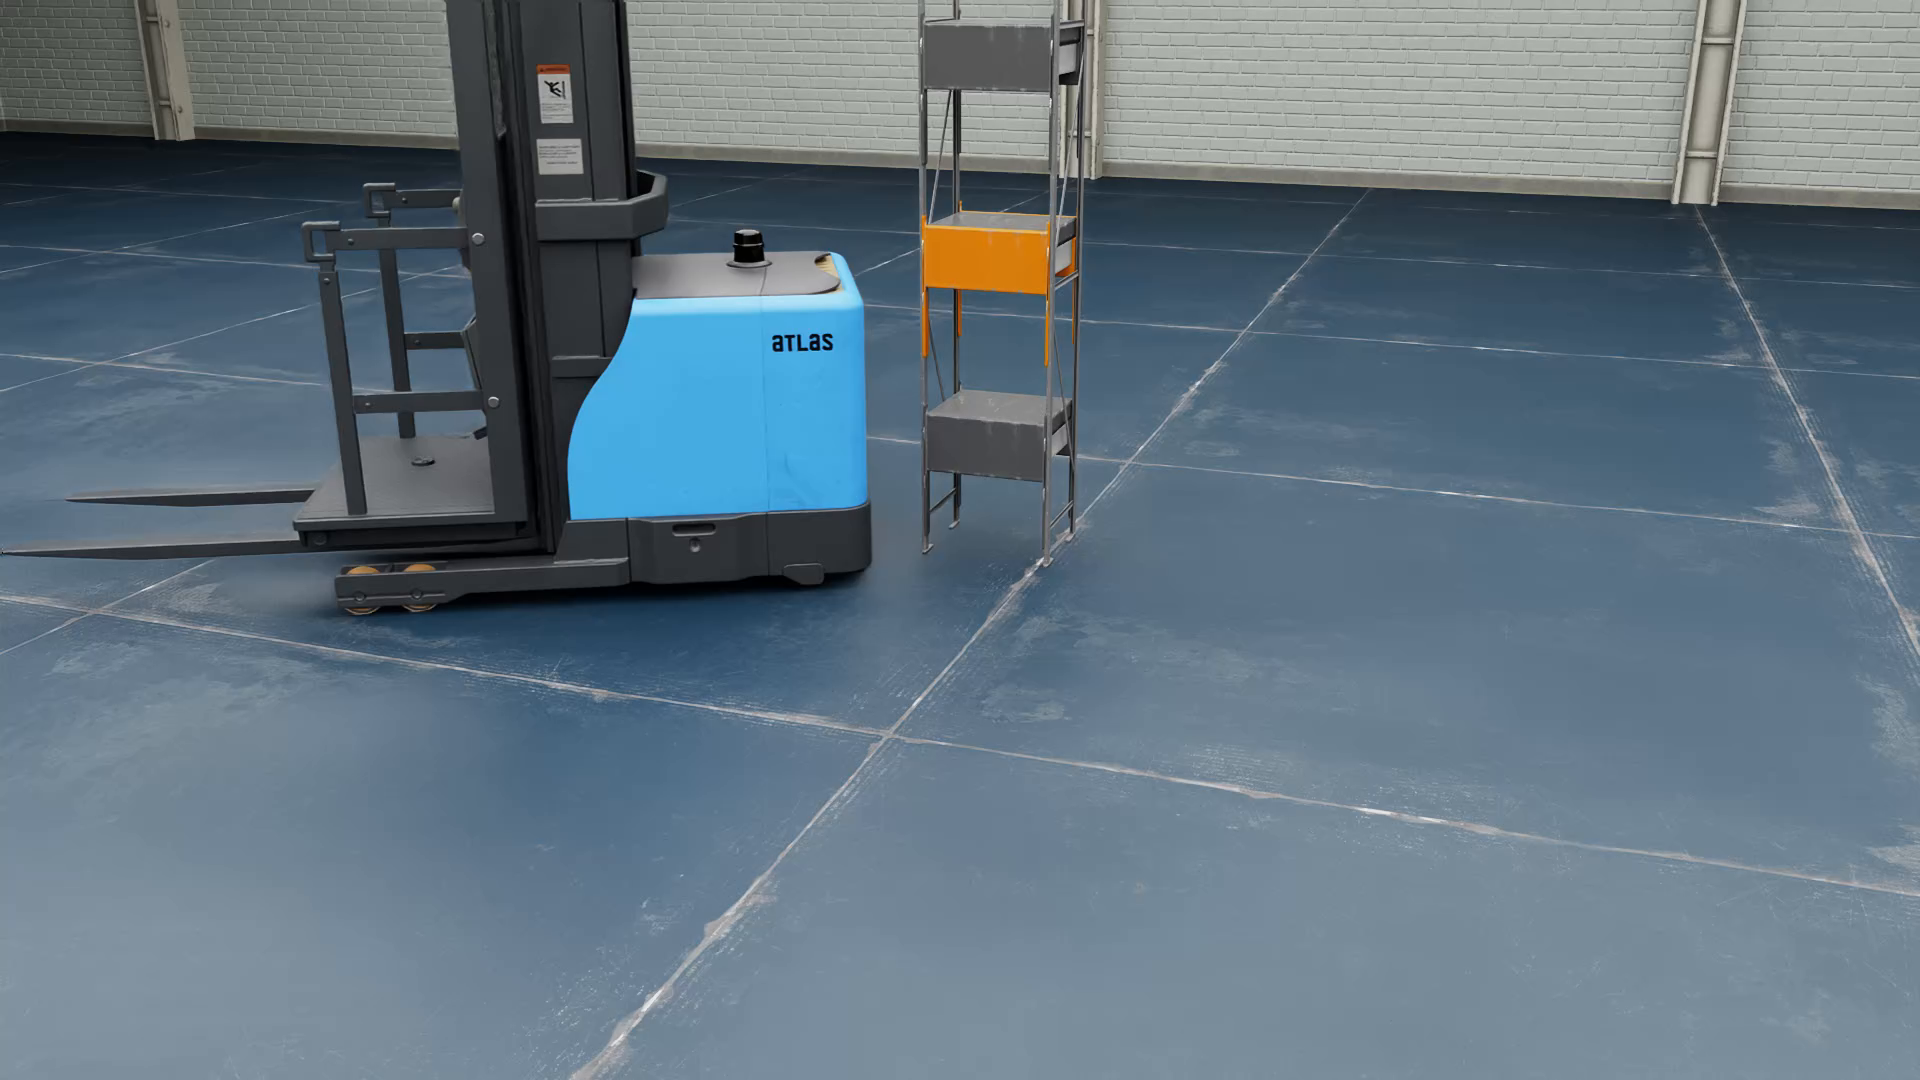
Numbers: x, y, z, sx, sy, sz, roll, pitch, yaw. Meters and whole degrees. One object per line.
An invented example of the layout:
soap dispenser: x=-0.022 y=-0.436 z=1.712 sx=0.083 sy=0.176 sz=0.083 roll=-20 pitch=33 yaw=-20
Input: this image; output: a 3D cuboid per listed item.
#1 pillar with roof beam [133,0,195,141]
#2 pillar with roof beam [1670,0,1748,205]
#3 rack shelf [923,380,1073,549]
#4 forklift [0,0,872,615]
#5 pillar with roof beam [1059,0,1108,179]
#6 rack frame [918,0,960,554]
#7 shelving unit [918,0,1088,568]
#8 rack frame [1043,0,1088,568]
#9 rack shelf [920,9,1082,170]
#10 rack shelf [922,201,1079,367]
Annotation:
pillar with roof beam: x=-11.468 y=-8.053 z=16.006 sx=0.400 sy=9.000 sz=9.100 roll=7 pitch=20 yaw=18
pillar with roof beam: x=5.535 y=-6.108 z=10.428 sx=0.400 sy=9.000 sz=9.100 roll=7 pitch=20 yaw=18
rack shelf: x=0.156 y=-0.300 z=6.414 sx=0.480 sy=0.518 sz=0.431 roll=7 pitch=20 yaw=18
forklift: x=-1.883 y=-1.307 z=5.873 sx=3.031 sy=2.935 sz=1.130 roll=-3 pitch=19 yaw=-7
pillar with roof beam: x=-0.132 y=-6.756 z=12.288 sx=0.400 sy=9.000 sz=9.100 roll=7 pitch=20 yaw=18
rack frame: x=-0.074 y=-1.000 z=6.255 sx=0.015 sy=2.100 sz=0.400 roll=7 pitch=20 yaw=18
shelving unit: x=0.156 y=-0.974 z=6.179 sx=0.503 sy=2.100 sz=0.431 roll=7 pitch=20 yaw=18
rack frame: x=0.387 y=-0.947 z=6.104 sx=0.015 sy=2.100 sz=0.400 roll=7 pitch=20 yaw=18
rack shelf: x=0.156 y=-1.622 z=5.953 sx=0.480 sy=0.518 sz=0.431 roll=7 pitch=20 yaw=18
rack shelf: x=0.156 y=-0.961 z=6.184 sx=0.480 sy=0.518 sz=0.431 roll=7 pitch=20 yaw=18
